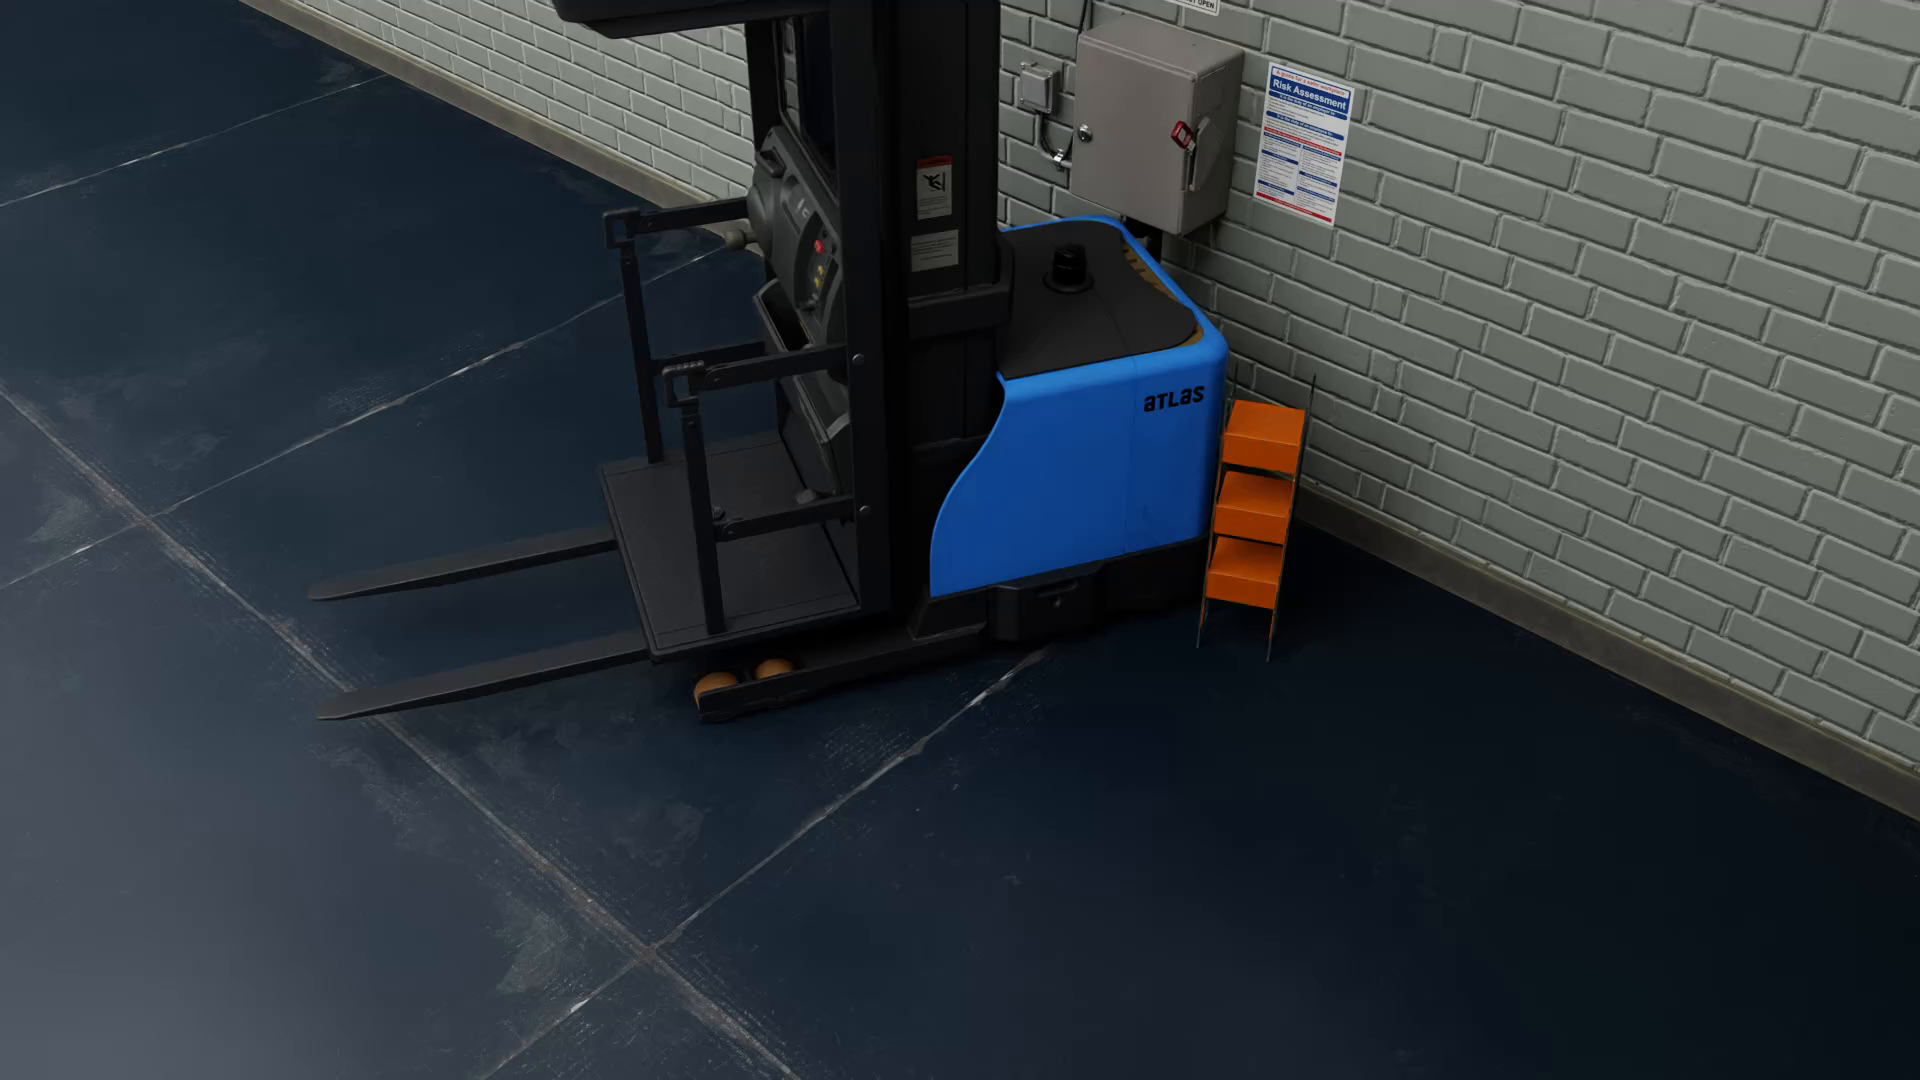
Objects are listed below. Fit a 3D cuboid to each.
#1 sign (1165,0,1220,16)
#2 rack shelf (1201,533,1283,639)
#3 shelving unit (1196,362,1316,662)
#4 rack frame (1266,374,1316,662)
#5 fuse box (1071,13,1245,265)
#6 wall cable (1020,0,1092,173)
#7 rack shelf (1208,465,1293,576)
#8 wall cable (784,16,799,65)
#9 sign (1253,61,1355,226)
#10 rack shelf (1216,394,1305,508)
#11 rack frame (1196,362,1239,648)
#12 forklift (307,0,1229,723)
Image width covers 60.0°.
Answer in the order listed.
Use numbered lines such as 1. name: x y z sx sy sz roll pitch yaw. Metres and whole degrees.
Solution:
1. sign: 0.742 -1.918 5.589 0.339 0.242 0.001 30 47 32
2. rack shelf: 0.970 0.153 5.677 0.240 0.259 0.215 11 40 13
3. shelving unit: 0.970 -0.072 5.498 0.252 1.050 0.215 11 40 13
4. rack frame: 1.087 -0.051 5.470 0.008 1.050 0.200 11 40 13
5. fuse box: 0.644 -0.972 6.098 0.539 1.711 0.414 30 47 32
6. wall cable: 0.246 -2.233 5.832 0.588 1.984 0.122 30 47 32
7. rack shelf: 0.970 -0.064 5.504 0.240 0.259 0.215 11 40 13
8. wall cable: -0.809 -2.835 6.564 0.585 1.953 0.123 30 47 32
9. sign: 1.148 -1.327 5.585 0.329 0.494 0.001 30 47 32
10. rack shelf: 0.970 -0.286 5.327 0.240 0.259 0.215 11 40 13
11. rack frame: 0.853 -0.094 5.525 0.008 1.050 0.200 11 40 13
12. forklift: -0.691 -0.920 5.052 3.031 2.935 1.130 -12 40 -15
